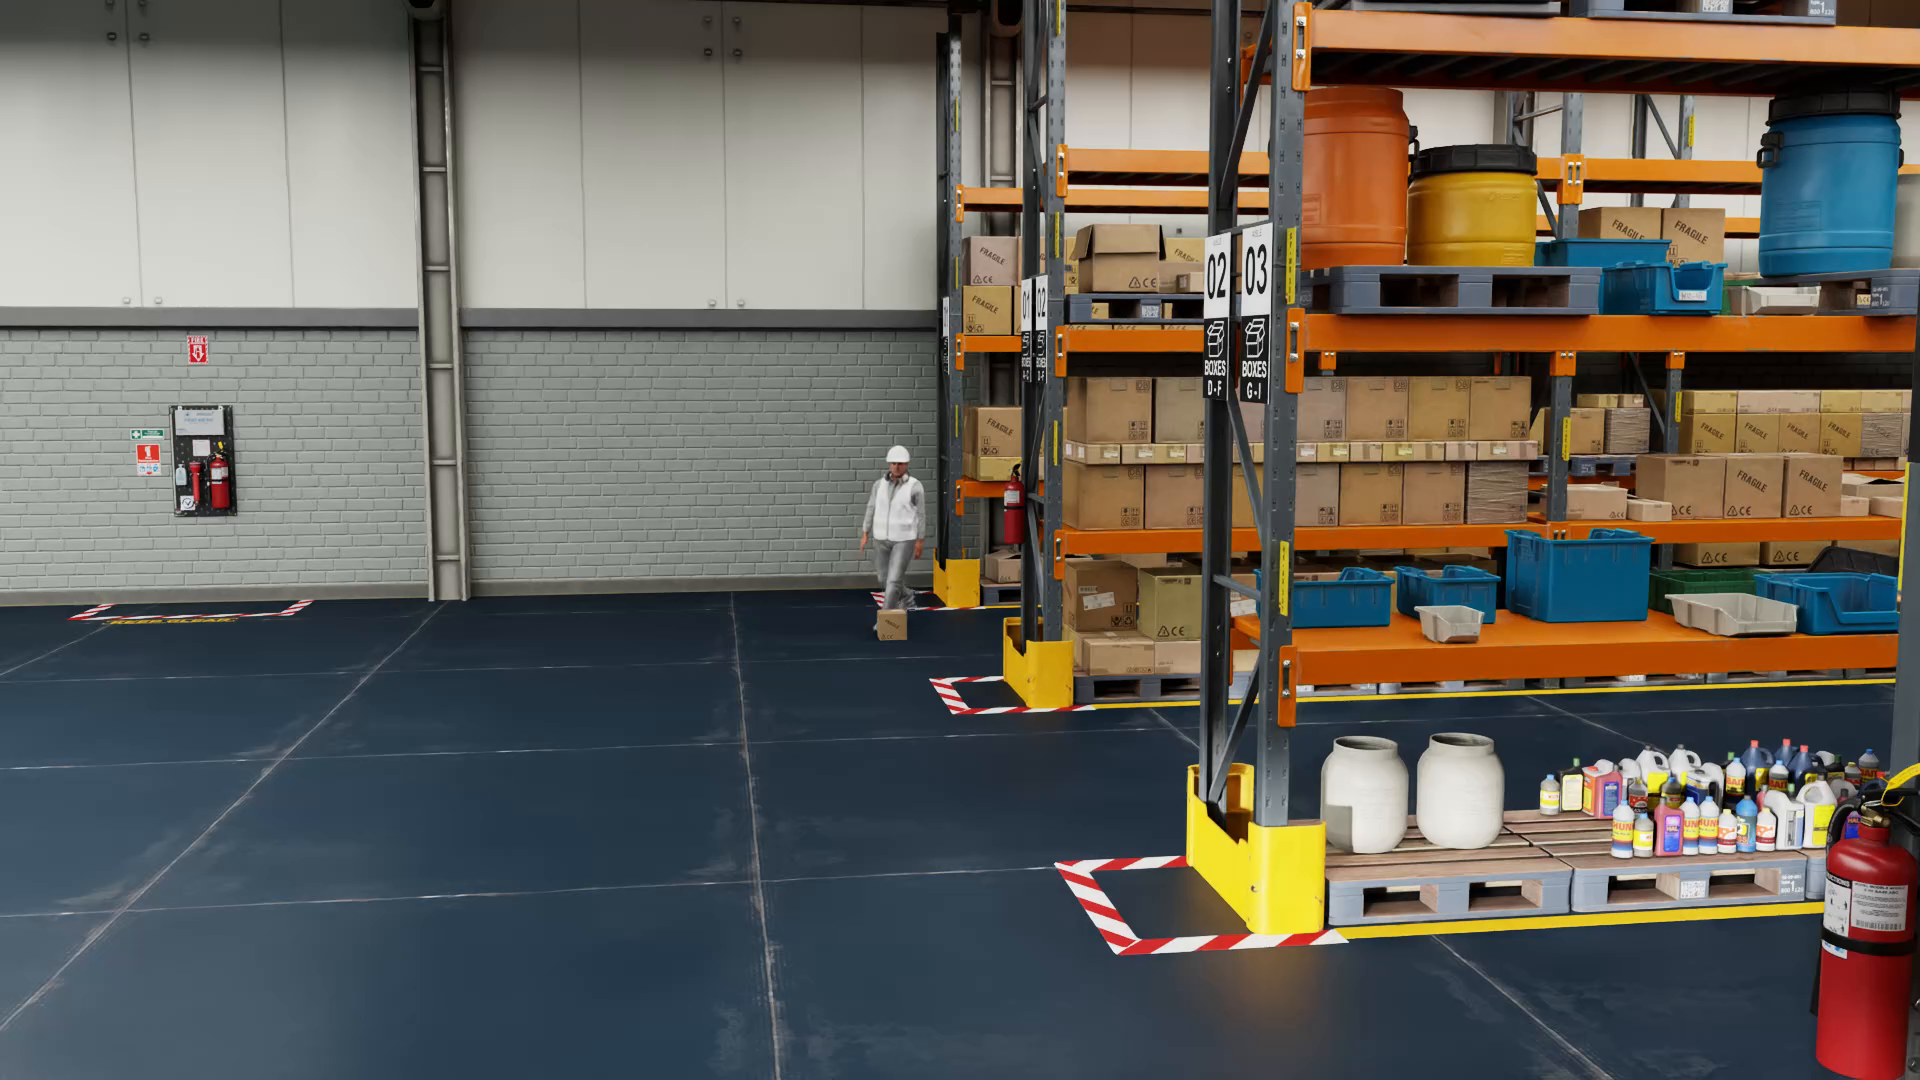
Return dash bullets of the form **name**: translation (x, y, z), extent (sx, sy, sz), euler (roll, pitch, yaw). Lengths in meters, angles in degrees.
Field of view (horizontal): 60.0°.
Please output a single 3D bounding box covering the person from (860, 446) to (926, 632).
- **person**: translation (-0.623, -0.023, 15.840), extent (0.613, 1.760, 0.871), euler (3, 7, 24)
